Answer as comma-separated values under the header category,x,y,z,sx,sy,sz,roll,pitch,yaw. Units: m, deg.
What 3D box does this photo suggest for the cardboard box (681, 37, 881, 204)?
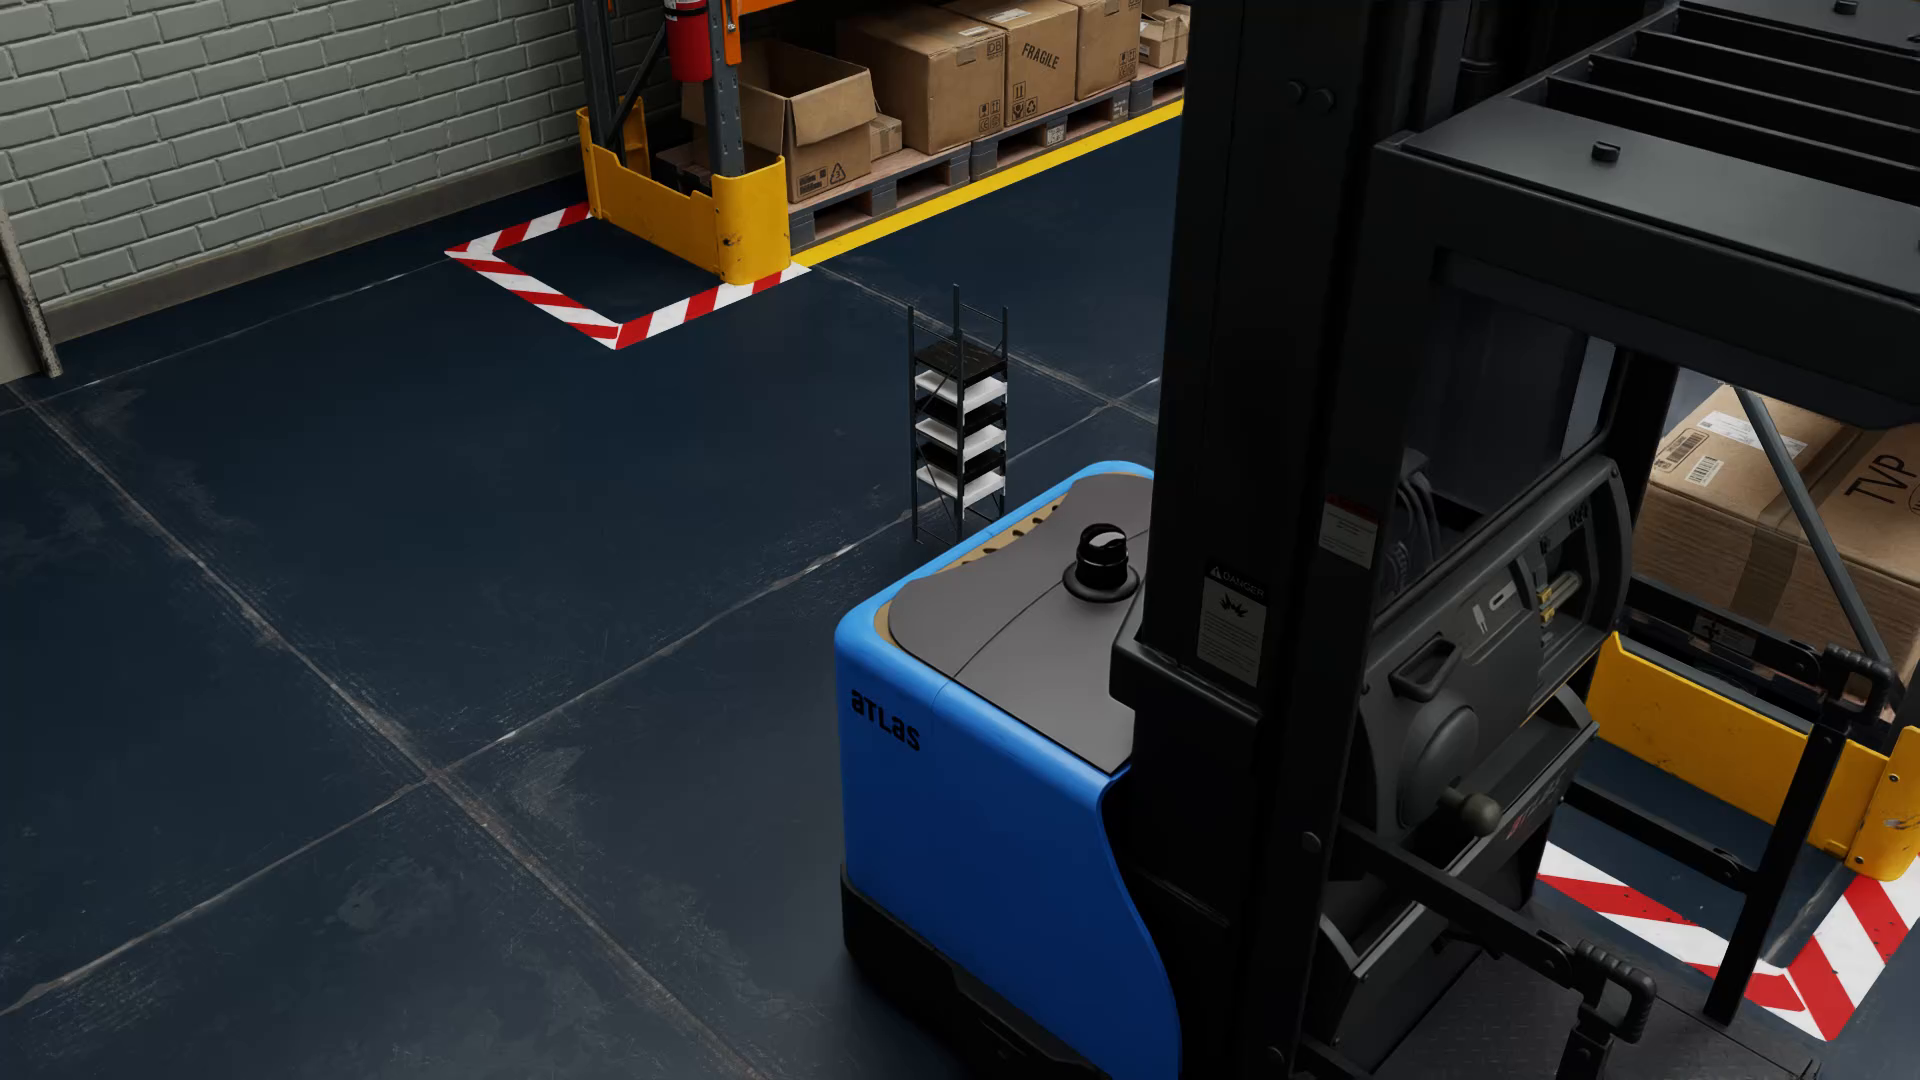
category,x,y,z,sx,sy,sz,roll,pitch,yaw
cardboard box,-0.829,-1.974,7.774,0.797,0.503,0.637,28,43,34

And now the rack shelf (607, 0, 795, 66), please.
category,x,y,z,sx,sy,sz,roll,pitch,yaw
rack shelf,0.082,-3.133,8.249,1.077,0.370,4.000,30,45,35

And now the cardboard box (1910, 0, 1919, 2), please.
category,x,y,z,sx,sy,sz,roll,pitch,yaw
cardboard box,2.369,-1.360,4.116,0.500,0.500,0.500,-28,44,-34

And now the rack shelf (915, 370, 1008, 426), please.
category,x,y,z,sx,sy,sz,roll,pitch,yaw
rack shelf,-0.006,-0.486,5.404,0.258,0.077,0.200,30,45,35

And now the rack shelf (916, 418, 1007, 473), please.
category,x,y,z,sx,sy,sz,roll,pitch,yaw
rack shelf,-0.006,-0.338,5.507,0.258,0.077,0.200,30,45,35

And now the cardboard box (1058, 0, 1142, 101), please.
category,x,y,z,sx,sy,sz,roll,pitch,yaw
cardboard box,0.532,-2.726,8.854,0.700,0.500,0.500,28,43,34

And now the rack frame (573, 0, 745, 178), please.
category,x,y,z,sx,sy,sz,roll,pitch,yaw
rack frame,-1.327,-2.616,6.879,1.000,3.000,0.127,30,45,35

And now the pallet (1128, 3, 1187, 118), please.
category,x,y,z,sx,sy,sz,roll,pitch,yaw
pallet,1.007,-2.818,9.606,1.003,0.211,1.213,30,45,35

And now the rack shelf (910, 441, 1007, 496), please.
category,x,y,z,sx,sy,sz,roll,pitch,yaw
rack shelf,-0.006,-0.265,5.558,0.258,0.077,0.200,30,45,35

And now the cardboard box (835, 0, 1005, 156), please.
category,x,y,z,sx,sy,sz,roll,pitch,yaw
cardboard box,-0.199,-2.304,8.250,0.500,0.500,0.700,-28,44,-34

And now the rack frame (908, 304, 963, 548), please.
category,x,y,z,sx,sy,sz,roll,pitch,yaw
rack frame,-0.077,-0.325,5.429,0.240,0.900,0.006,30,45,35

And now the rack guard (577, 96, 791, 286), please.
category,x,y,z,sx,sy,sz,roll,pitch,yaw
rack guard,-1.274,-1.622,7.638,1.175,0.500,0.348,30,45,35

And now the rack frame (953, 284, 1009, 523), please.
category,x,y,z,sx,sy,sz,roll,pitch,yaw
rack frame,0.066,-0.407,5.547,0.240,0.900,0.006,30,45,35

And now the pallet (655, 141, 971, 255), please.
category,x,y,z,sx,sy,sz,roll,pitch,yaw
pallet,-0.713,-1.827,8.185,1.003,0.211,1.213,30,45,35

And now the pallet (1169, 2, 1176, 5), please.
category,x,y,z,sx,sy,sz,roll,pitch,yaw
pallet,2.037,-3.441,10.500,1.003,0.211,1.213,30,45,35

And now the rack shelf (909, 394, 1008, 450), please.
category,x,y,z,sx,sy,sz,roll,pitch,yaw
rack shelf,-0.006,-0.412,5.455,0.258,0.077,0.200,30,45,35

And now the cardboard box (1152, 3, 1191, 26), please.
category,x,y,z,sx,sy,sz,roll,pitch,yaw
cardboard box,1.307,-2.898,9.409,0.380,0.149,0.250,28,44,34

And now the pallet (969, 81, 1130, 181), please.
category,x,y,z,sx,sy,sz,roll,pitch,yaw
pallet,0.147,-2.320,8.892,1.003,0.211,1.213,30,45,35

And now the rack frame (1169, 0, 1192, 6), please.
category,x,y,z,sx,sy,sz,roll,pitch,yaw
rack frame,1.491,-4.240,9.207,1.000,3.000,0.127,30,45,35

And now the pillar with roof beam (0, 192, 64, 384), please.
category,x,y,z,sx,sy,sz,roll,pitch,yaw
pillar with roof beam,-0.811,-2.610,1.626,9.100,9.000,0.400,30,45,35

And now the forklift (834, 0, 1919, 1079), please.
category,x,y,z,sx,sy,sz,roll,pitch,yaw
forklift,1.123,0.233,2.853,3.031,2.935,1.130,28,44,34

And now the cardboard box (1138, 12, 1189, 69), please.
category,x,y,z,sx,sy,sz,roll,pitch,yaw
cardboard box,1.055,-2.801,9.167,0.258,0.266,0.396,-28,44,-34

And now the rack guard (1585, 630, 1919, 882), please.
category,x,y,z,sx,sy,sz,roll,pitch,yaw
rack guard,2.181,0.418,4.714,1.175,0.500,0.348,30,45,35

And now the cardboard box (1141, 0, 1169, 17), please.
category,x,y,z,sx,sy,sz,roll,pitch,yaw
cardboard box,0.858,-3.136,9.608,0.500,0.311,0.500,-28,44,-34

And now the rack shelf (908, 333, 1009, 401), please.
category,x,y,z,sx,sy,sz,roll,pitch,yaw
rack shelf,-0.006,-0.560,5.352,0.258,0.077,0.200,30,45,35

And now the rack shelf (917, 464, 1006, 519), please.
category,x,y,z,sx,sy,sz,roll,pitch,yaw
rack shelf,-0.006,-0.191,5.610,0.258,0.077,0.200,30,45,35

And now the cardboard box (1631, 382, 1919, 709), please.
category,x,y,z,sx,sy,sz,roll,pitch,yaw
cardboard box,2.592,-0.047,5.067,0.875,0.438,0.875,28,44,34

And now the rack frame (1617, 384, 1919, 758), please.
category,x,y,z,sx,sy,sz,roll,pitch,yaw
rack frame,2.198,-0.617,4.013,1.000,3.000,0.127,30,45,35

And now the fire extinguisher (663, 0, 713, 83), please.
category,x,y,z,sx,sy,sz,roll,pitch,yaw
fire extinguisher,-1.103,-2.185,6.655,0.296,0.674,0.183,30,45,35

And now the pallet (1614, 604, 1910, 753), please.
category,x,y,z,sx,sy,sz,roll,pitch,yaw
pallet,2.706,0.171,5.321,1.003,0.211,1.213,30,45,35

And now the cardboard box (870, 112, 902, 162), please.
category,x,y,z,sx,sy,sz,roll,pitch,yaw
cardboard box,-0.502,-1.986,8.100,0.380,0.149,0.250,28,43,34

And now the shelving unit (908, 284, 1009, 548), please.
category,x,y,z,sx,sy,sz,roll,pitch,yaw
shelving unit,-0.006,-0.366,5.488,0.258,0.900,0.210,30,45,35

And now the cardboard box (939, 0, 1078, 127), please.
category,x,y,z,sx,sy,sz,roll,pitch,yaw
cardboard box,0.244,-2.479,8.500,0.500,0.500,0.500,-29,44,-35
